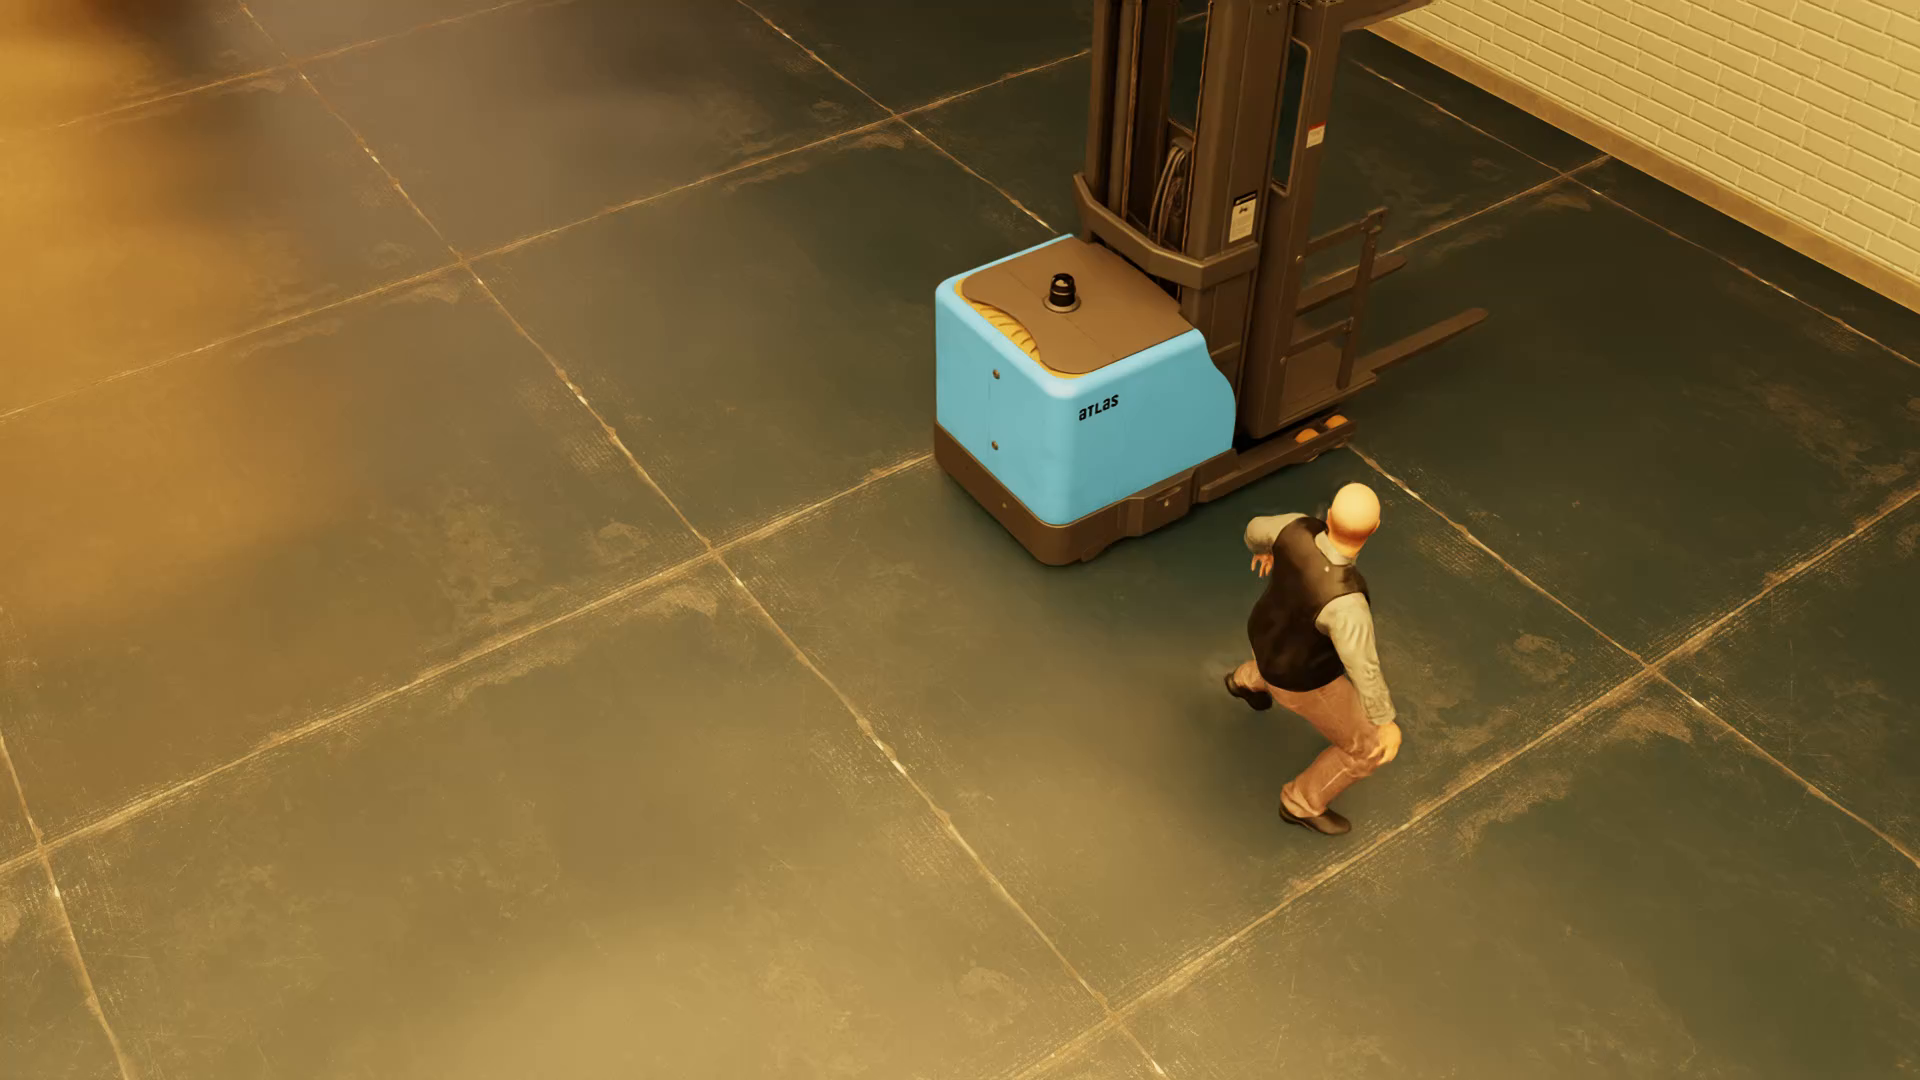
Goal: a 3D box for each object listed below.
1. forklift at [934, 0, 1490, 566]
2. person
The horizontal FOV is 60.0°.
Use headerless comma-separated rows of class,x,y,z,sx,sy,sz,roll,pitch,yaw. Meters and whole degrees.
forklift,1.382,-1.742,7.606,3.031,2.935,1.130,-24,48,-24
person,1.364,0.412,6.284,0.515,1.607,0.959,-4,43,-4
